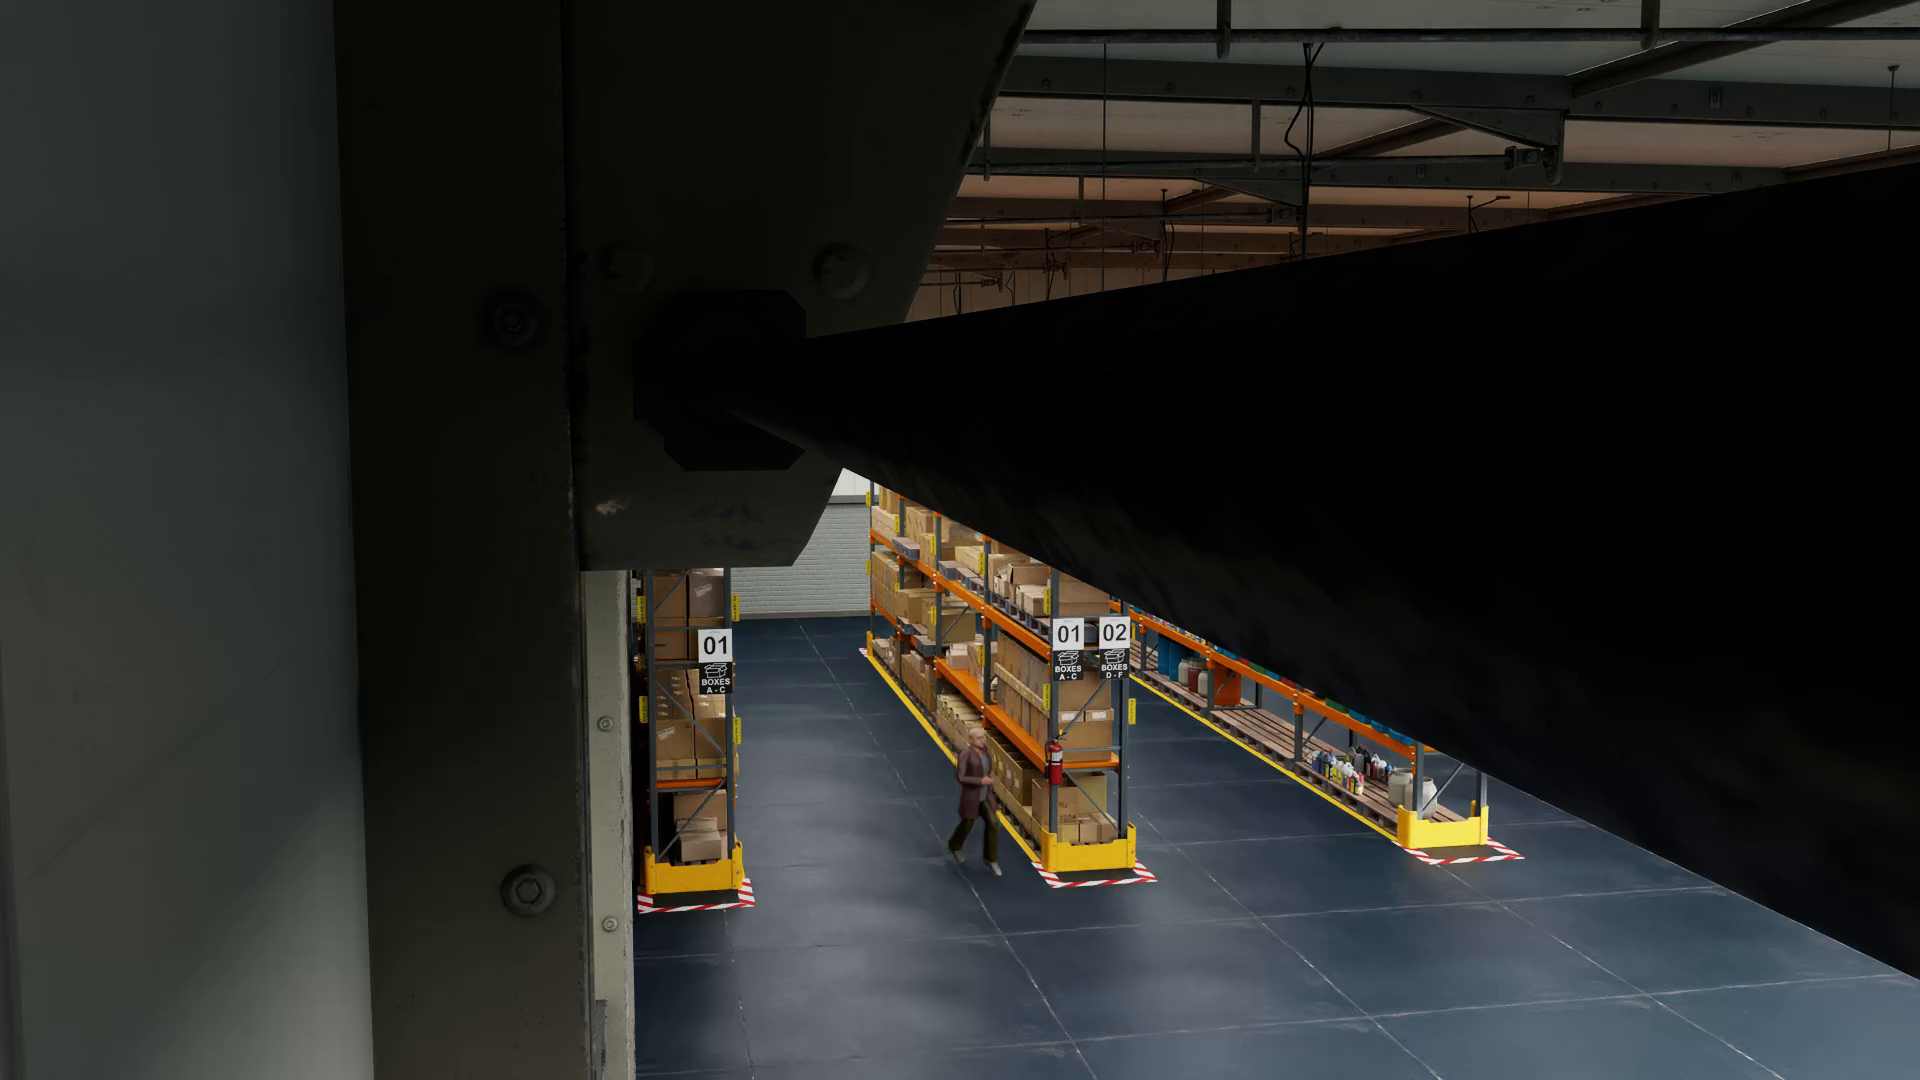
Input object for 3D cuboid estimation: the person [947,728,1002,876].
[{"bbox_3d":[0.156,3.264,20.917,0.678,1.844,0.931,-5,8,-40],"label":"person"}]
